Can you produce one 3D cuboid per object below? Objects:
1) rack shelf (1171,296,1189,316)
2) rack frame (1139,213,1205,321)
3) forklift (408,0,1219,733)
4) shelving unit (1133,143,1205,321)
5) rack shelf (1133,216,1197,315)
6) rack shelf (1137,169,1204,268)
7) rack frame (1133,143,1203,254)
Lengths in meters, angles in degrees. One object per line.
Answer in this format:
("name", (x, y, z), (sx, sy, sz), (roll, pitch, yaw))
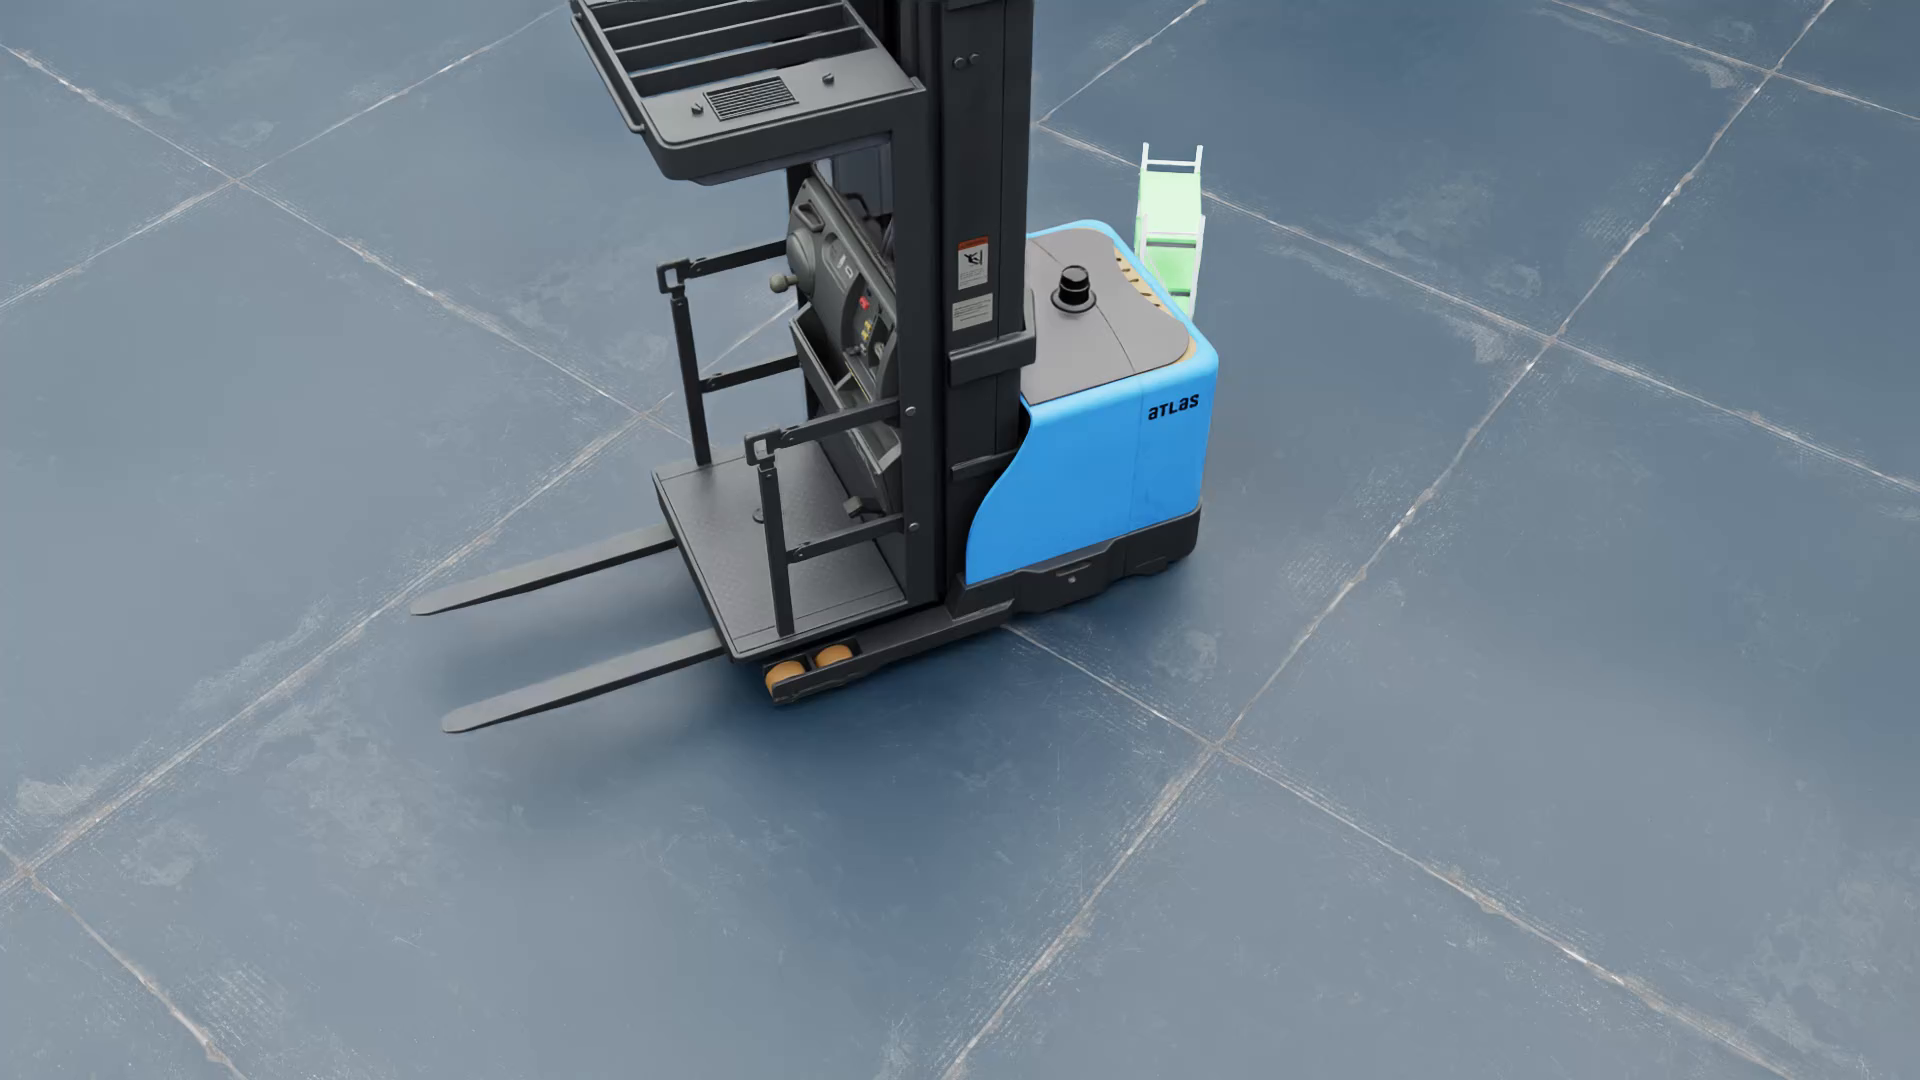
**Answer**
("rack shelf", (0.851, -0.977, 7.107), (0.258, 0.148, 0.480), (3, 46, 3))
("rack frame", (0.832, -0.845, 6.893), (0.240, 1.200, 0.015), (3, 46, 3))
("forklift", (-0.594, -0.831, 5.681), (3.031, 2.935, 1.130), (-18, 49, -16))
("shelving unit", (0.851, -1.021, 7.061), (0.258, 1.200, 0.503), (3, 46, 3))
("rack shelf", (0.851, -1.143, 6.933), (0.258, 0.148, 0.480), (3, 46, 3))
("rack shelf", (0.851, -1.309, 6.760), (0.258, 0.148, 0.480), (3, 46, 3))
("rack frame", (0.870, -1.197, 7.229), (0.240, 1.200, 0.015), (3, 46, 3))
